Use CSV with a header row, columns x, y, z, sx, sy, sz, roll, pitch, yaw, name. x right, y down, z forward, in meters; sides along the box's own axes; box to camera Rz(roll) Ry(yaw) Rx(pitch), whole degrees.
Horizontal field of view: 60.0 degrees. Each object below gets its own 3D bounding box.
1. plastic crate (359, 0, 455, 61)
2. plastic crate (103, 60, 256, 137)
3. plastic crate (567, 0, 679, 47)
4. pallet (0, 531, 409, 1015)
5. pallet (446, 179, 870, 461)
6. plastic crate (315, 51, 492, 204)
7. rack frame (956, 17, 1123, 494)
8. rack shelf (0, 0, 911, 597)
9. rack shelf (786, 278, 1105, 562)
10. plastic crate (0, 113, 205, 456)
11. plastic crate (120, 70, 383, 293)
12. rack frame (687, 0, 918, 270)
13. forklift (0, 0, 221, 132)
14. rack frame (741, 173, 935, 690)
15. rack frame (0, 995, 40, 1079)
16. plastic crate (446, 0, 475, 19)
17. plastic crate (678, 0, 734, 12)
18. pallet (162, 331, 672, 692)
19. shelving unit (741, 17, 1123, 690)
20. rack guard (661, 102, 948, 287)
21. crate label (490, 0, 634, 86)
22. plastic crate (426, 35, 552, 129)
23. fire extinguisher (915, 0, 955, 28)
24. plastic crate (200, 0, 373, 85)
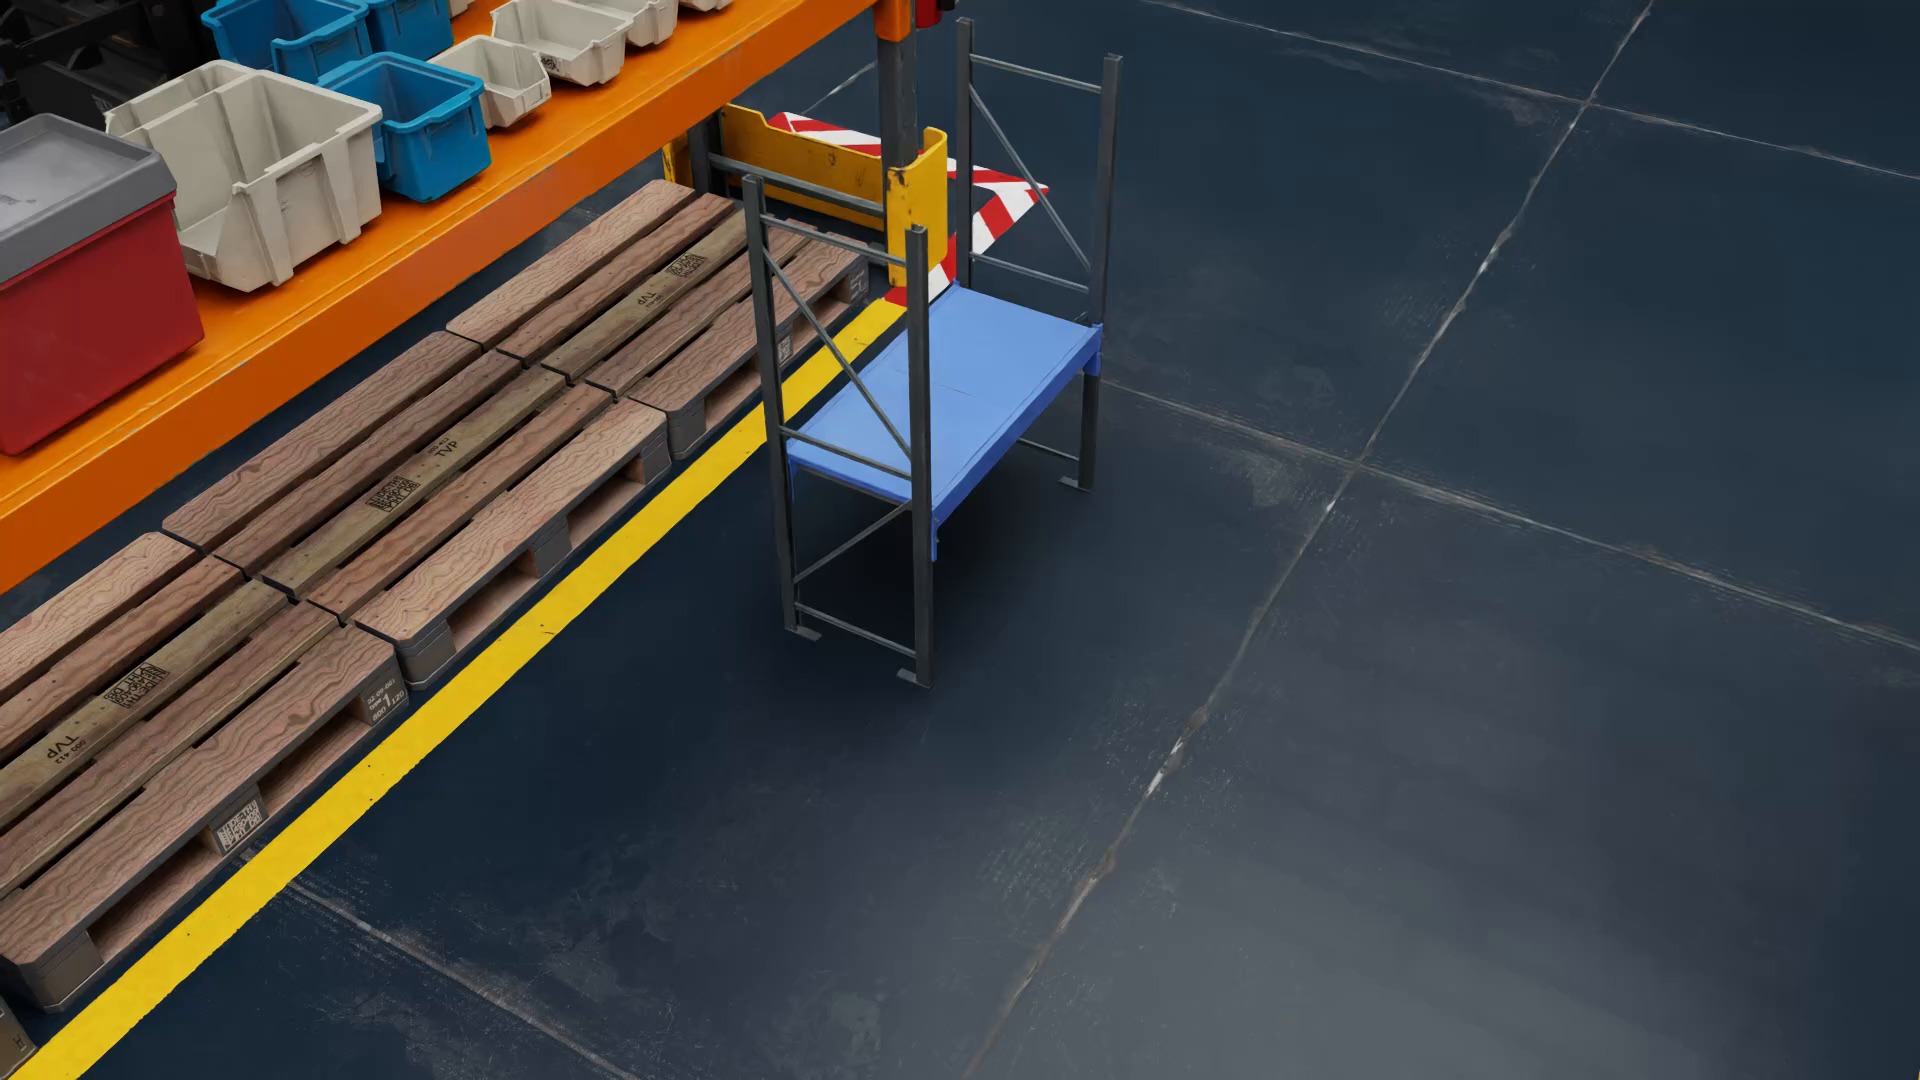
x,y,z,sx,sy,sz,roll,pitch,yaw,name
-1.684,-1.522,4.790,0.416,0.233,0.300,21,45,22,plastic crate
-2.007,-1.079,4.359,0.293,0.136,0.466,21,45,22,plastic crate
-1.026,-1.584,4.933,0.396,0.136,0.243,21,45,22,plastic crate
-2.284,0.554,4.462,1.003,0.211,1.213,21,45,22,pallet
-1.063,-0.843,6.047,1.003,0.211,1.213,21,45,22,pallet
-1.423,-1.048,4.252,0.416,0.233,0.300,21,45,22,plastic crate
0.212,-0.805,5.029,0.500,1.500,0.032,21,45,22,rack frame
-1.618,-0.934,4.585,1.077,0.370,4.000,21,45,22,rack shelf
-0.043,-0.379,4.818,0.538,0.185,1.000,21,45,22,rack shelf
-1.955,-0.534,3.493,0.402,0.464,0.583,21,45,22,plastic crate
-1.695,-0.850,3.990,0.437,0.282,0.530,21,45,22,plastic crate
-0.617,-2.348,5.647,1.000,3.000,0.127,21,45,22,rack frame
-3.052,-1.839,5.121,1.130,2.935,3.031,25,47,26,forklift
-0.297,-0.223,4.369,0.500,1.500,0.032,21,45,22,rack frame
-2.619,-0.059,3.048,1.000,3.000,0.127,21,45,22,rack frame
-1.597,-1.695,5.059,0.250,0.136,0.298,21,45,22,plastic crate
-0.868,-1.745,5.116,0.396,0.136,0.243,21,45,22,plastic crate
-1.675,-0.147,5.257,1.003,0.211,1.213,21,45,22,pallet
-0.043,-0.514,4.699,0.538,1.500,1.048,21,45,22,shelving unit
-0.616,-1.428,6.493,1.175,0.500,0.348,21,45,22,rack guard
-1.144,-1.417,4.743,0.396,0.136,0.243,21,45,22,crate label
-1.276,-1.241,4.544,0.298,0.136,0.250,21,45,22,plastic crate
-0.148,-2.115,5.723,0.296,0.674,0.183,21,45,22,fire extinguisher
-1.835,-1.350,4.595,0.416,0.233,0.300,21,45,22,plastic crate
